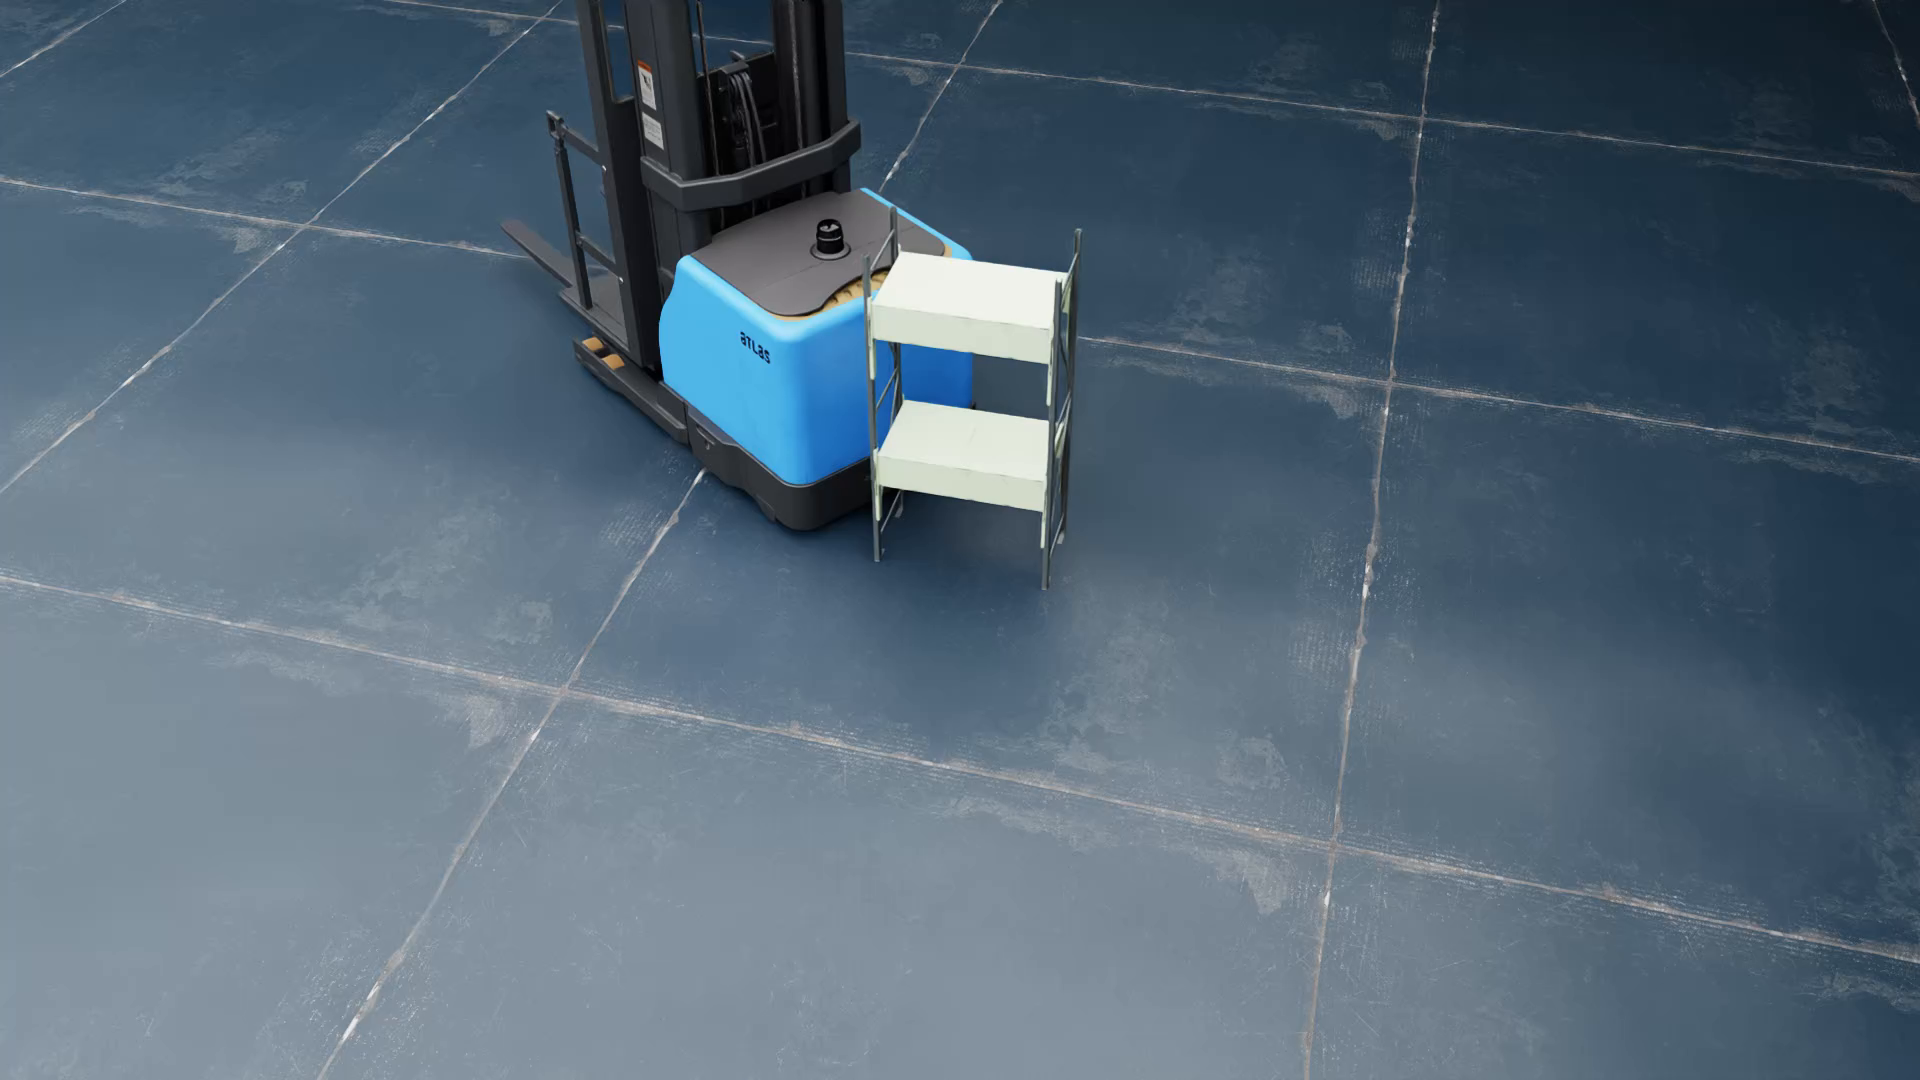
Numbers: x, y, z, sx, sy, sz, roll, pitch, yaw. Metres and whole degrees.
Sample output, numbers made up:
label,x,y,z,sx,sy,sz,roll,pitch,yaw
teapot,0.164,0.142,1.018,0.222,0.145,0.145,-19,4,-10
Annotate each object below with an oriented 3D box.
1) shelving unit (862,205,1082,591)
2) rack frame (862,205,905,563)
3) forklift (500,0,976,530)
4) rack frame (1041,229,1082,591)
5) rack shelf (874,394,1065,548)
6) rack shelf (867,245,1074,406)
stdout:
label,x,y,z,sx,sy,sz,roll,pitch,yaw
shelving unit,0.049,-0.543,6.731,0.755,1.500,0.431,9,41,11
rack frame,-0.305,-0.602,6.801,0.023,1.500,0.400,9,41,11
forklift,-1.253,-2.046,7.407,1.130,2.935,3.031,-28,47,-29
rack frame,0.404,-0.485,6.661,0.023,1.500,0.400,9,41,11
rack shelf,0.049,-0.294,6.941,0.720,0.370,0.431,9,41,11
rack shelf,0.049,-0.842,6.480,0.720,0.370,0.431,9,41,11
